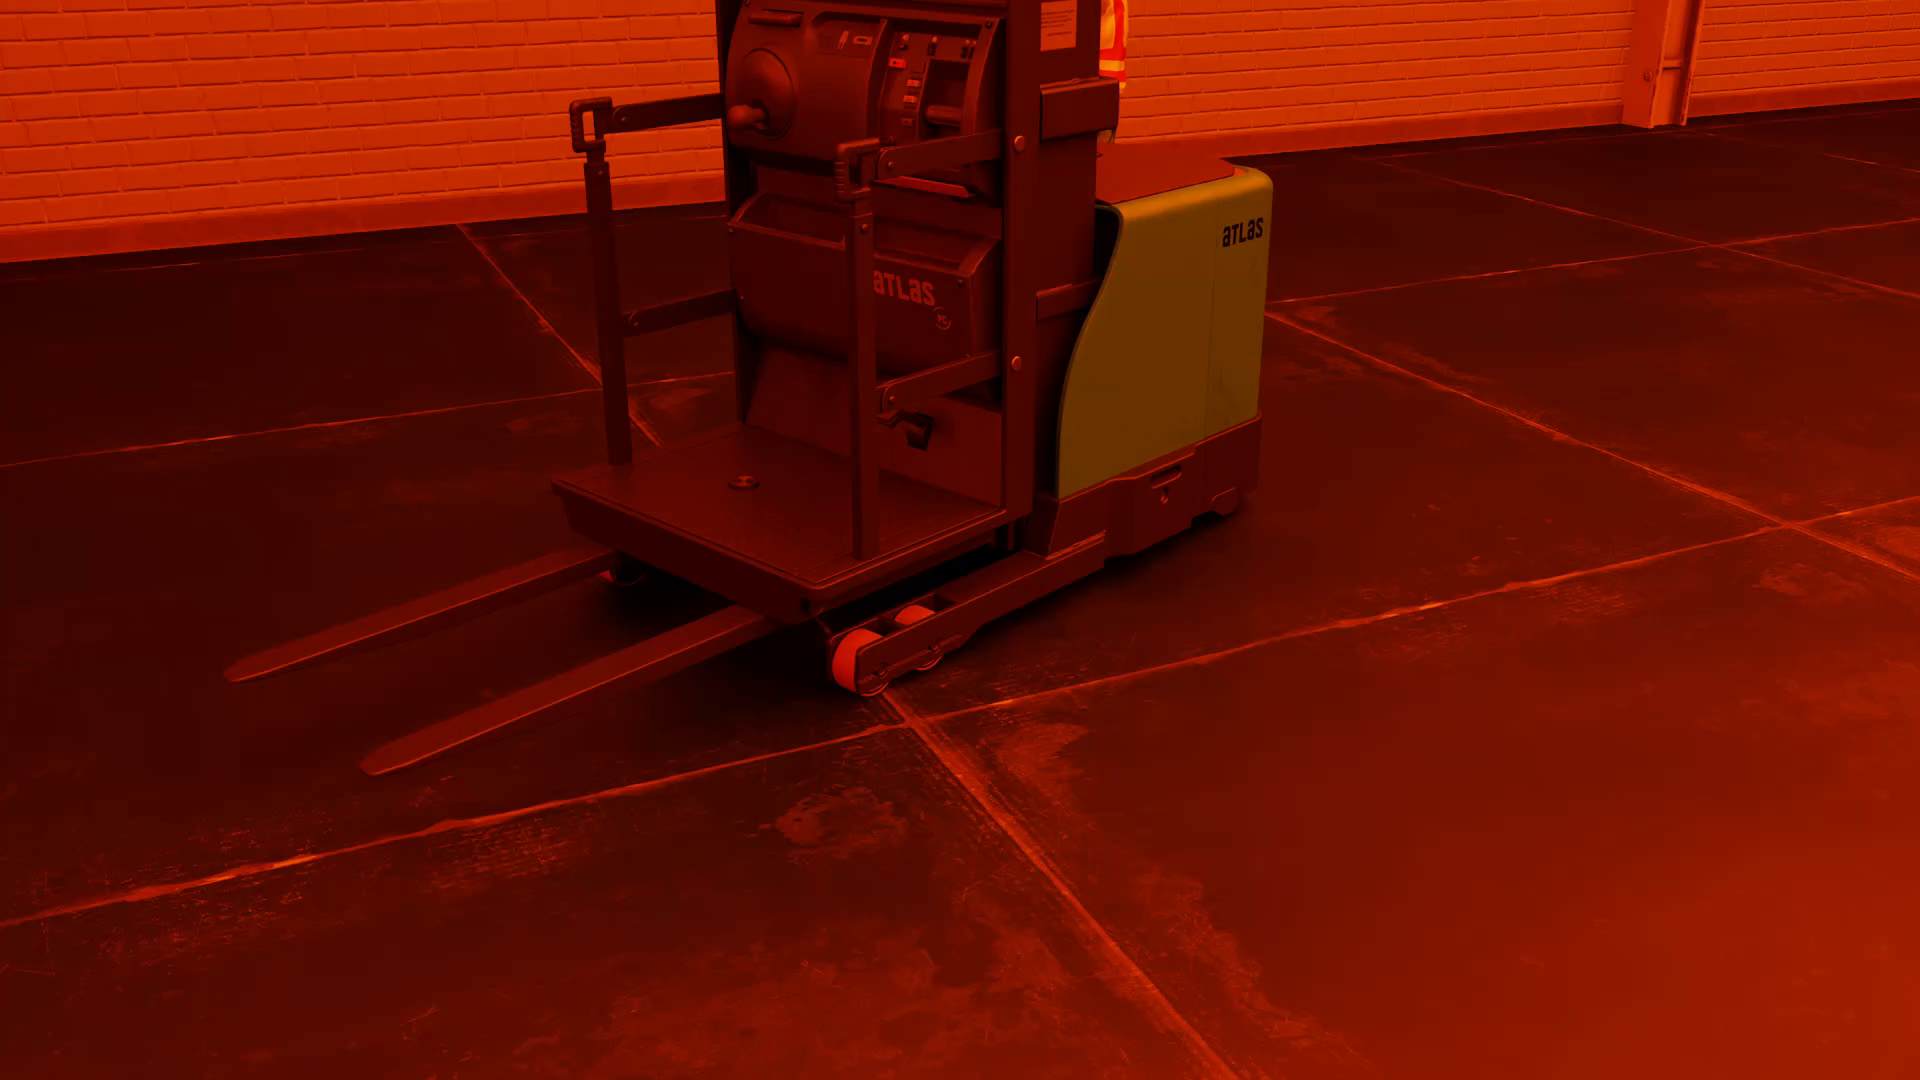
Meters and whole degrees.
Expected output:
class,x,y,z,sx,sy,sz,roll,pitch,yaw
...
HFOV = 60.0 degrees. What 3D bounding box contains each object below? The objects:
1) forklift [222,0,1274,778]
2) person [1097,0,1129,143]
class,x,y,z,sx,sy,sz,roll,pitch,yaw
forklift,-0.413,-1.182,4.131,1.130,2.935,3.031,19,29,39
person,0.638,-2.083,7.787,0.352,1.795,0.552,0,23,1
